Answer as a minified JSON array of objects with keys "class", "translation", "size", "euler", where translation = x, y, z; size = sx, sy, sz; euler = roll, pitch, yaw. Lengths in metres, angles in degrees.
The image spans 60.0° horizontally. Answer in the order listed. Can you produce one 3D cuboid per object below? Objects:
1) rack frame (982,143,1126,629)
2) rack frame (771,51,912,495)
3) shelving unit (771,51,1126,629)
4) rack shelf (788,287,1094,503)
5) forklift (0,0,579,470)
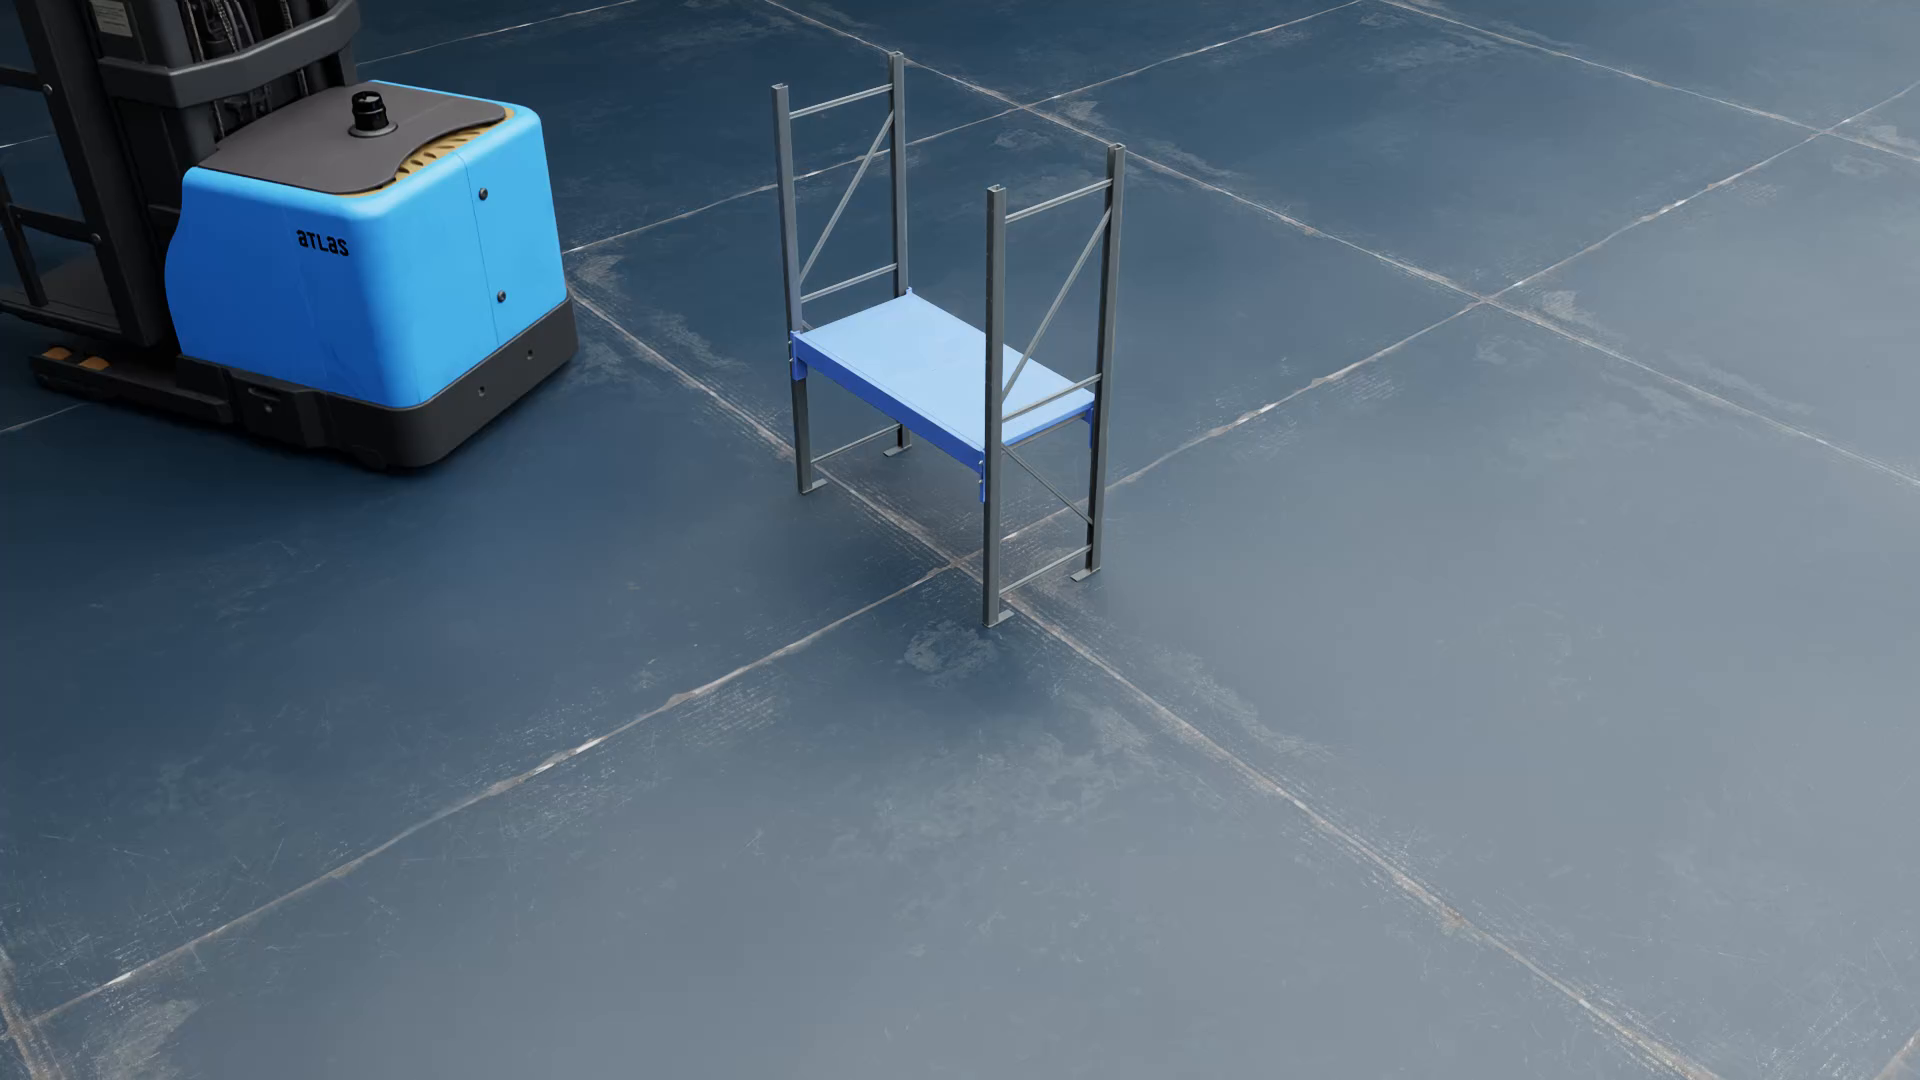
[{"class":"rack frame","translation":[0.273,-0.425,5.053],"size":[0.500,1.500,0.032],"euler":[-26,43,-32]},{"class":"rack frame","translation":[-0.383,-0.874,5.687],"size":[0.500,1.500,0.032],"euler":[-26,43,-32]},{"class":"shelving unit","translation":[-0.055,-0.650,5.370],"size":[0.538,1.500,1.048],"euler":[-26,43,-32]},{"class":"rack shelf","translation":[-0.055,-0.503,5.474],"size":[0.538,0.185,1.000],"euler":[-26,43,-32]},{"class":"forklift","translation":[-3.103,-2.007,6.049],"size":[3.031,2.935,1.130],"euler":[14,38,19]}]
